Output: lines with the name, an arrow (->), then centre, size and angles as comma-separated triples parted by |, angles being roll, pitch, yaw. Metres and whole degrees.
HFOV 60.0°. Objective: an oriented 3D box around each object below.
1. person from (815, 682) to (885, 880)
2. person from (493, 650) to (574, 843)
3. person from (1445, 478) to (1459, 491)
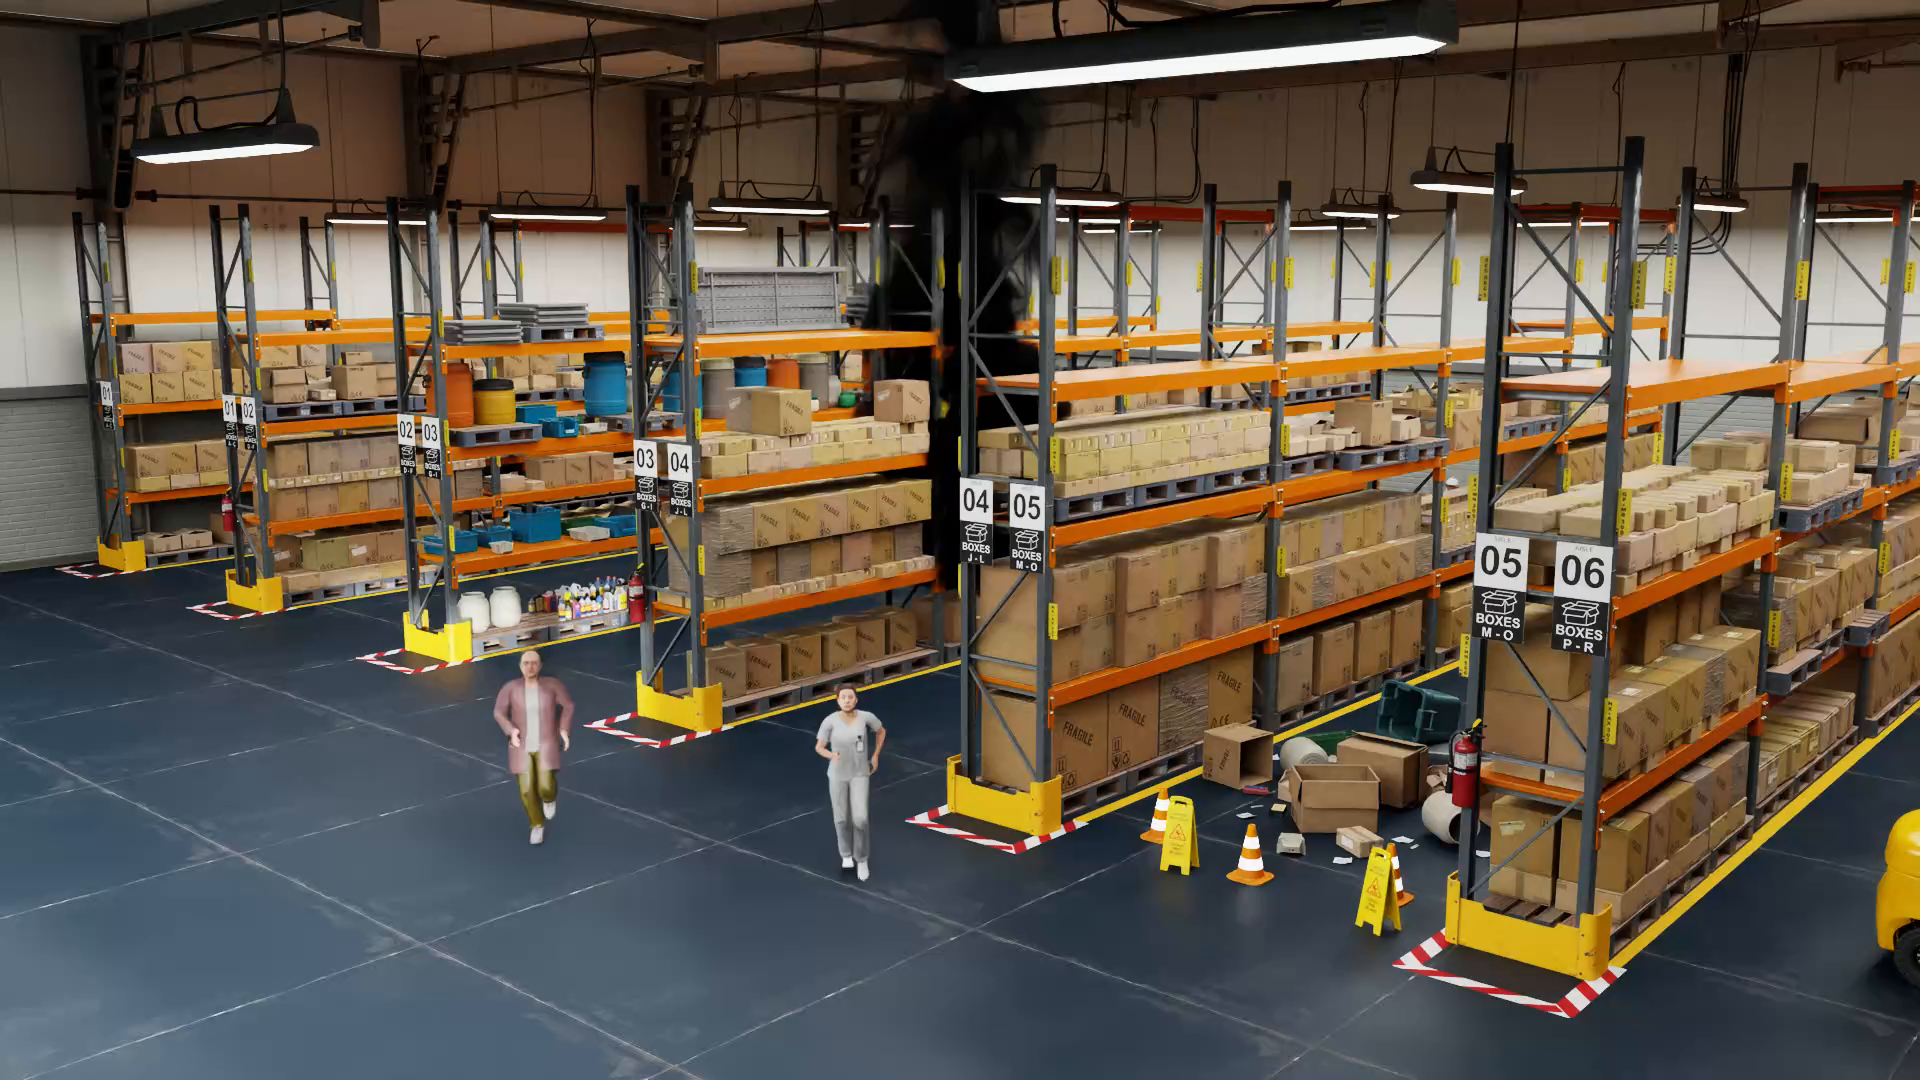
person -> -0.928, 2.042, 14.078 | 0.586, 1.696, 0.667 | 0, 9, -1
person -> -3.840, 1.946, 15.019 | 0.711, 1.540, 0.637 | -2, 10, -10
person -> 7.883, -0.129, 26.741 | 0.808, 1.757, 0.722 | -9, 13, -43
